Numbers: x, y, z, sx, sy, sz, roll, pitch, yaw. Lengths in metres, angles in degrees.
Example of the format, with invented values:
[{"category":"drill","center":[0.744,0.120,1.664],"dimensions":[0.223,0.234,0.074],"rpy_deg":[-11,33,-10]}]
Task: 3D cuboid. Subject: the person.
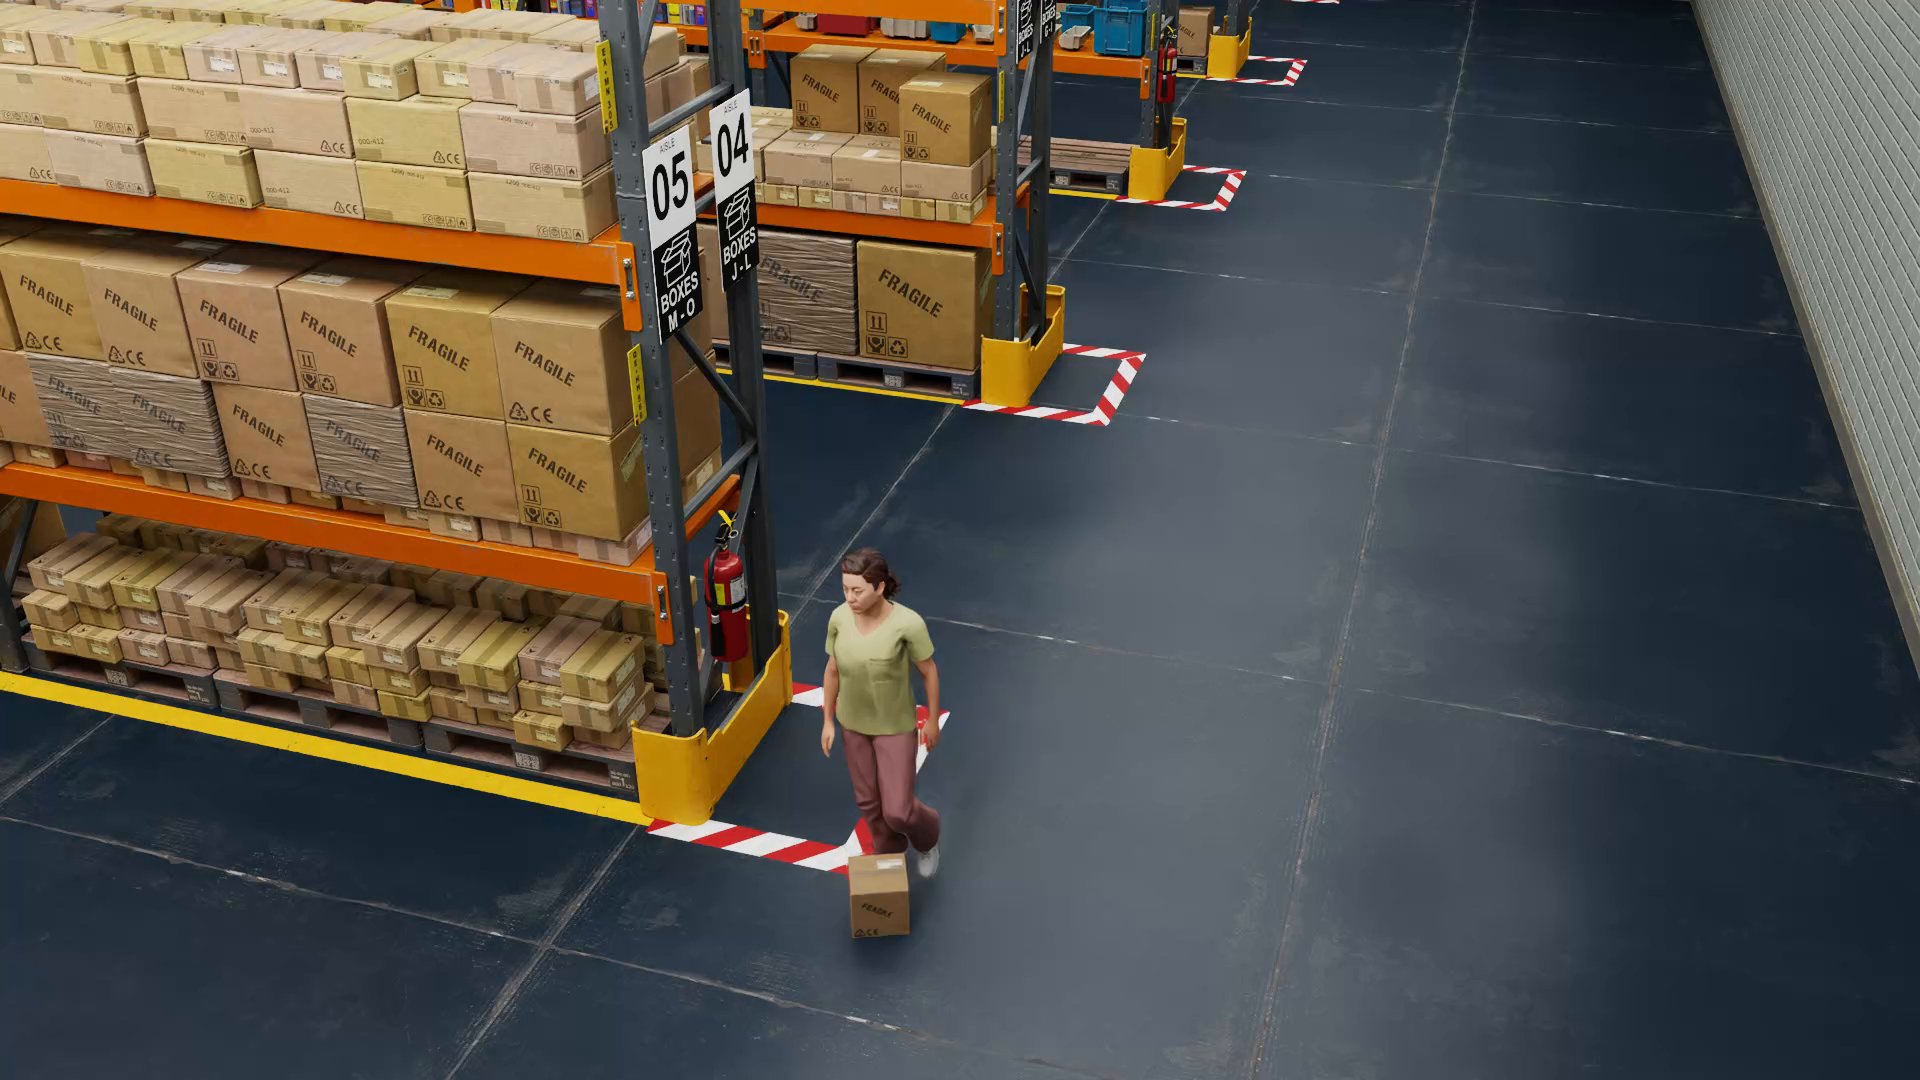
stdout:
[{"category":"person","center":[-0.344,0.790,7.062],"dimensions":[0.498,1.661,0.467],"rpy_deg":[10,31,17]}]
